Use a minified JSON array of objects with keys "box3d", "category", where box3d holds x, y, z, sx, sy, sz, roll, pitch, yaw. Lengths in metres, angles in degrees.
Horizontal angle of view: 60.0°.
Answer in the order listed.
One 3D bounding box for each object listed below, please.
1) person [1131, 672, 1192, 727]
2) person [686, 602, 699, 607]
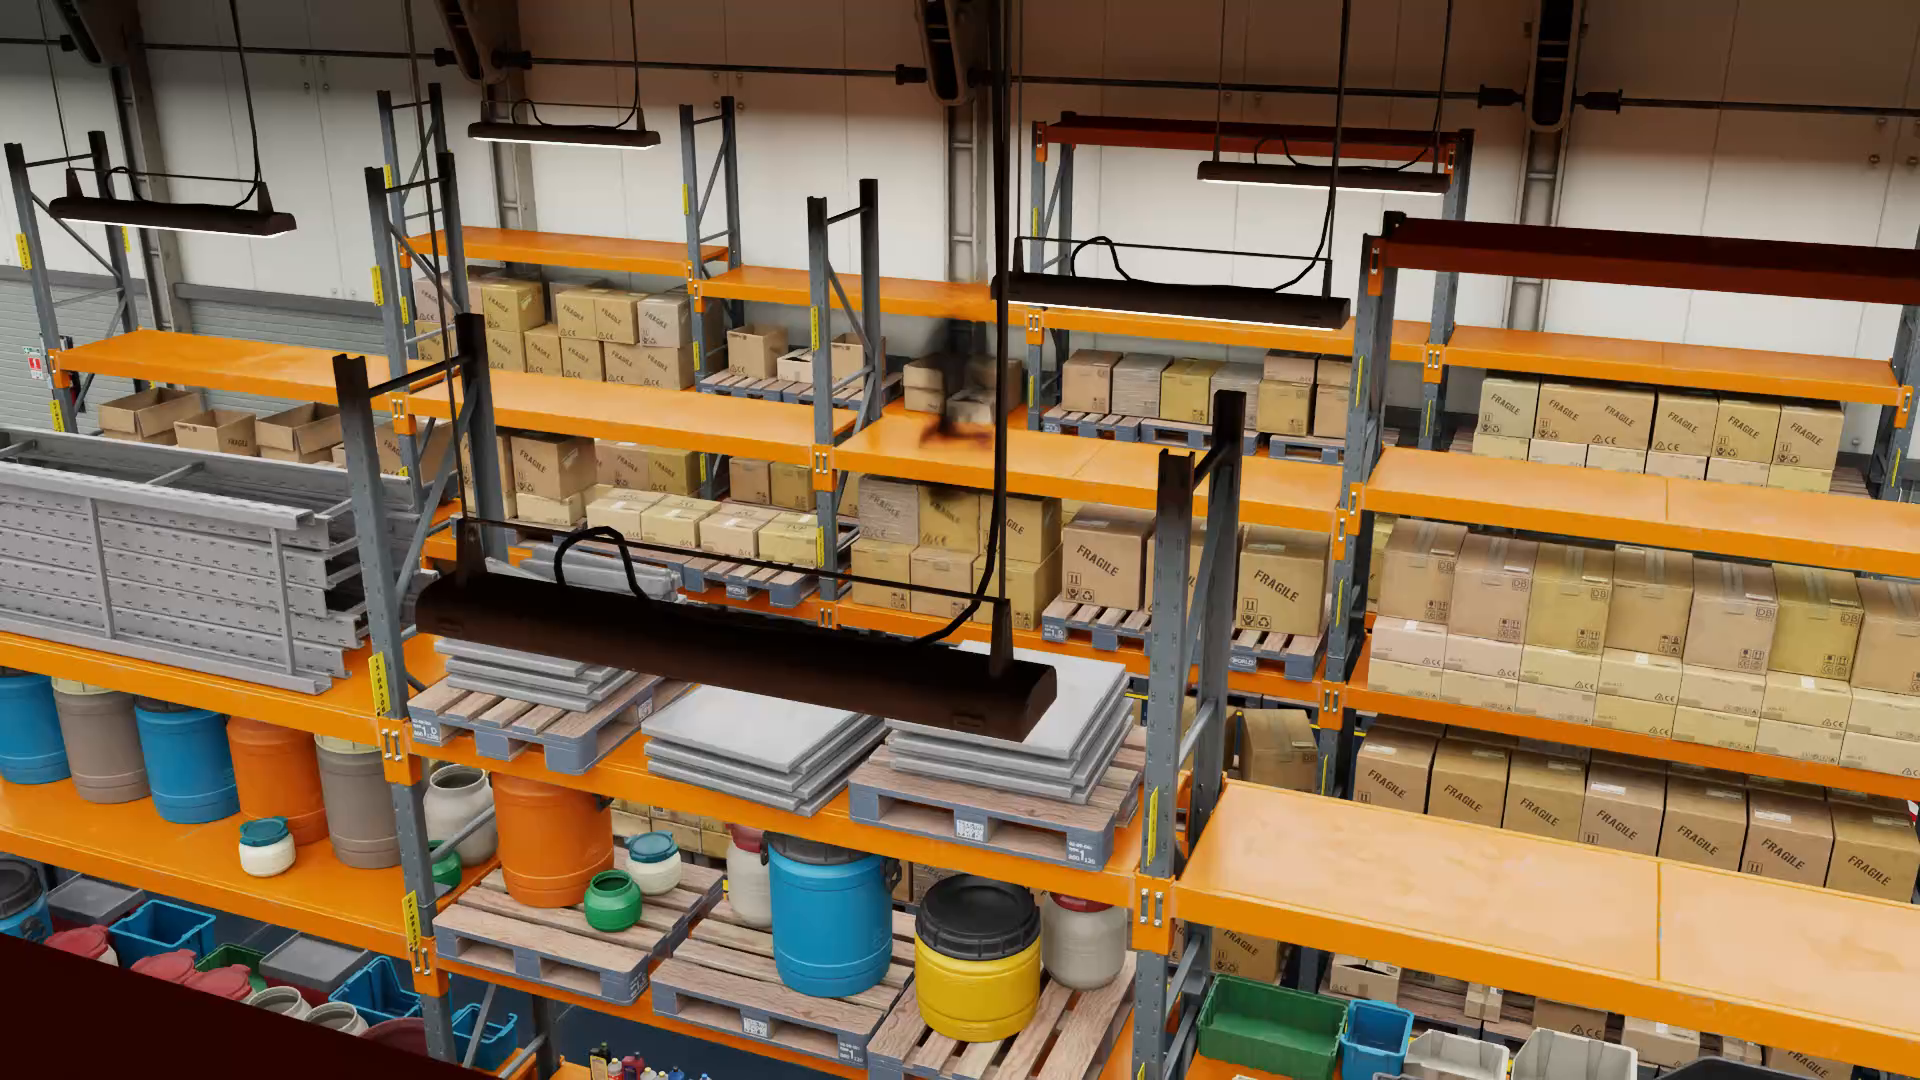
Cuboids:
[{"box3d":[1.925,1.546,15.736,0.968,1.776,0.657,4,21,10],"category":"person"},{"box3d":[-2.638,1.379,16.497,0.760,1.601,0.621,8,22,19],"category":"person"}]
